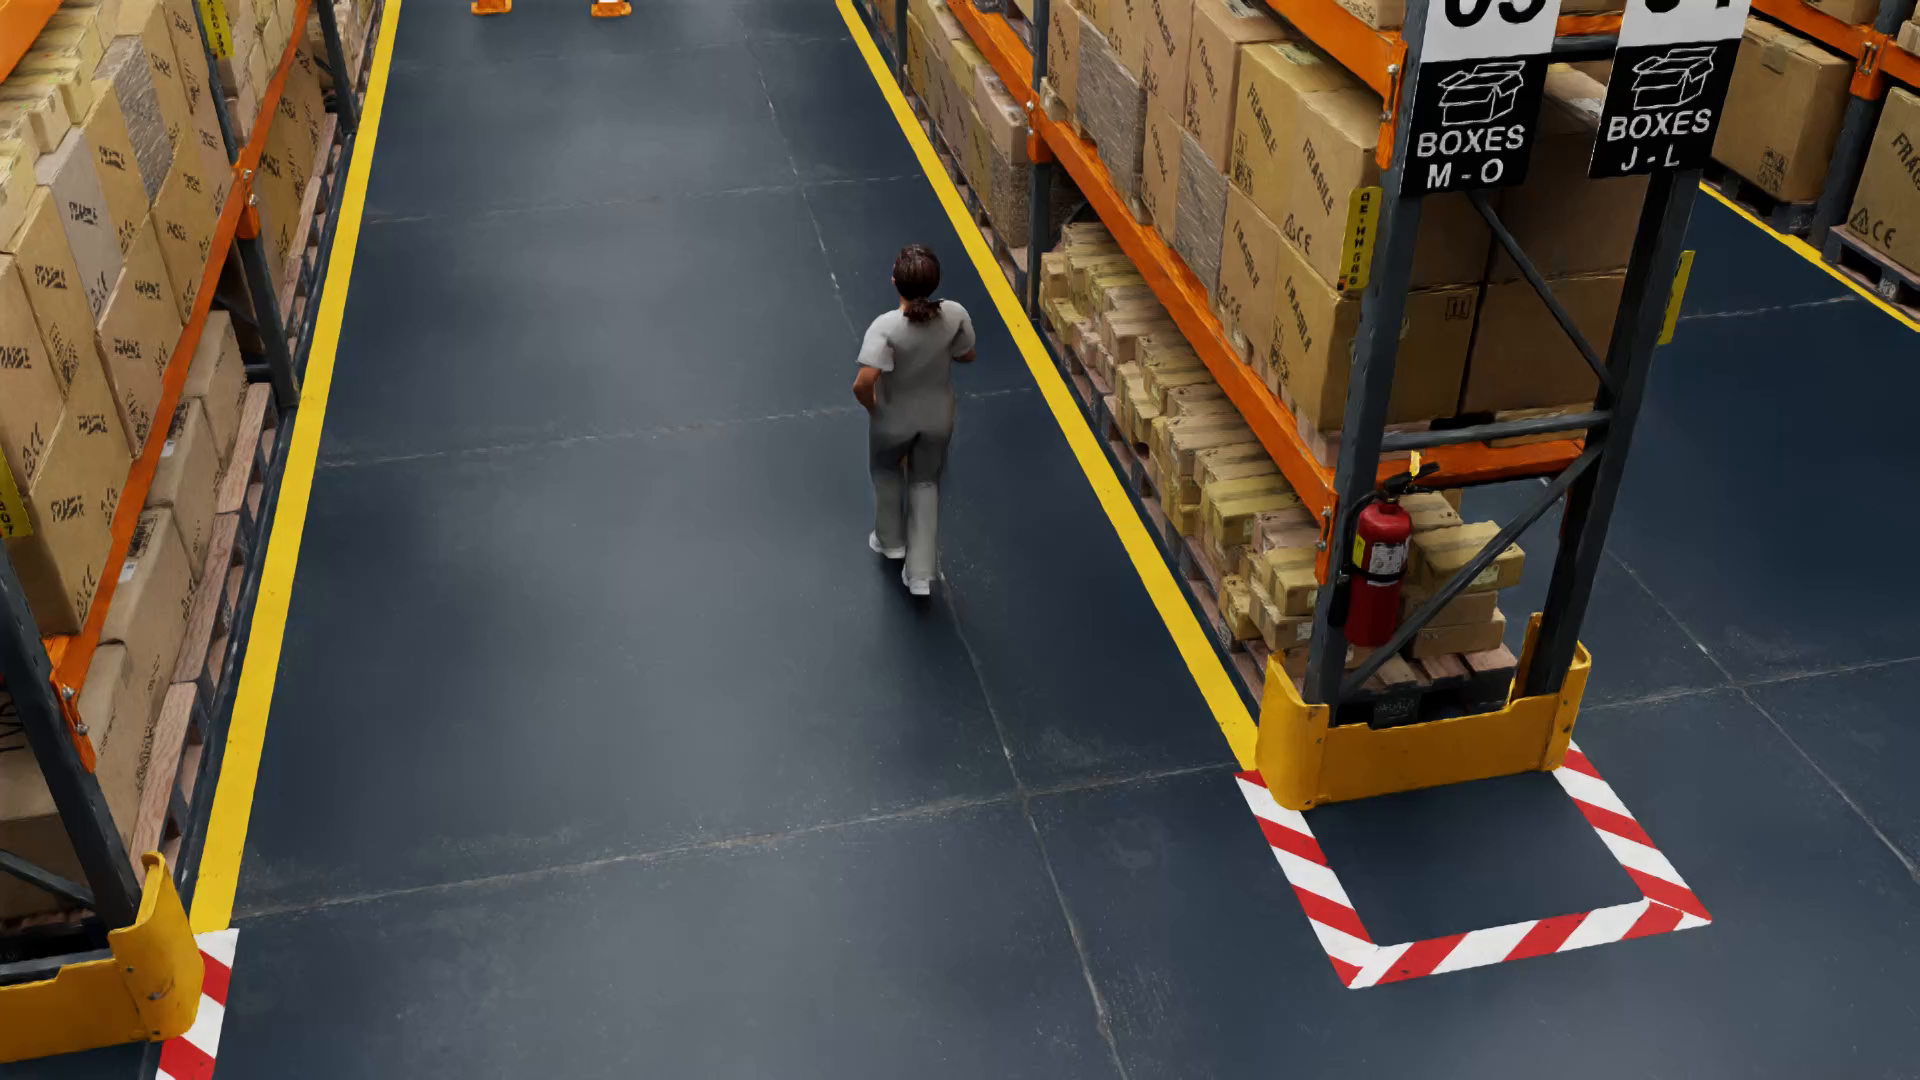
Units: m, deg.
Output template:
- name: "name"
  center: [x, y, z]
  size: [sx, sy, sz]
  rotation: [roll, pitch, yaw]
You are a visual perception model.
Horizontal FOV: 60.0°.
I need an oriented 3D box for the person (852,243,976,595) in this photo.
- name: "person"
  center: [-0.209, -0.516, 6.933]
  size: [0.544, 1.663, 0.700]
  rotation: [-6, 35, -9]
